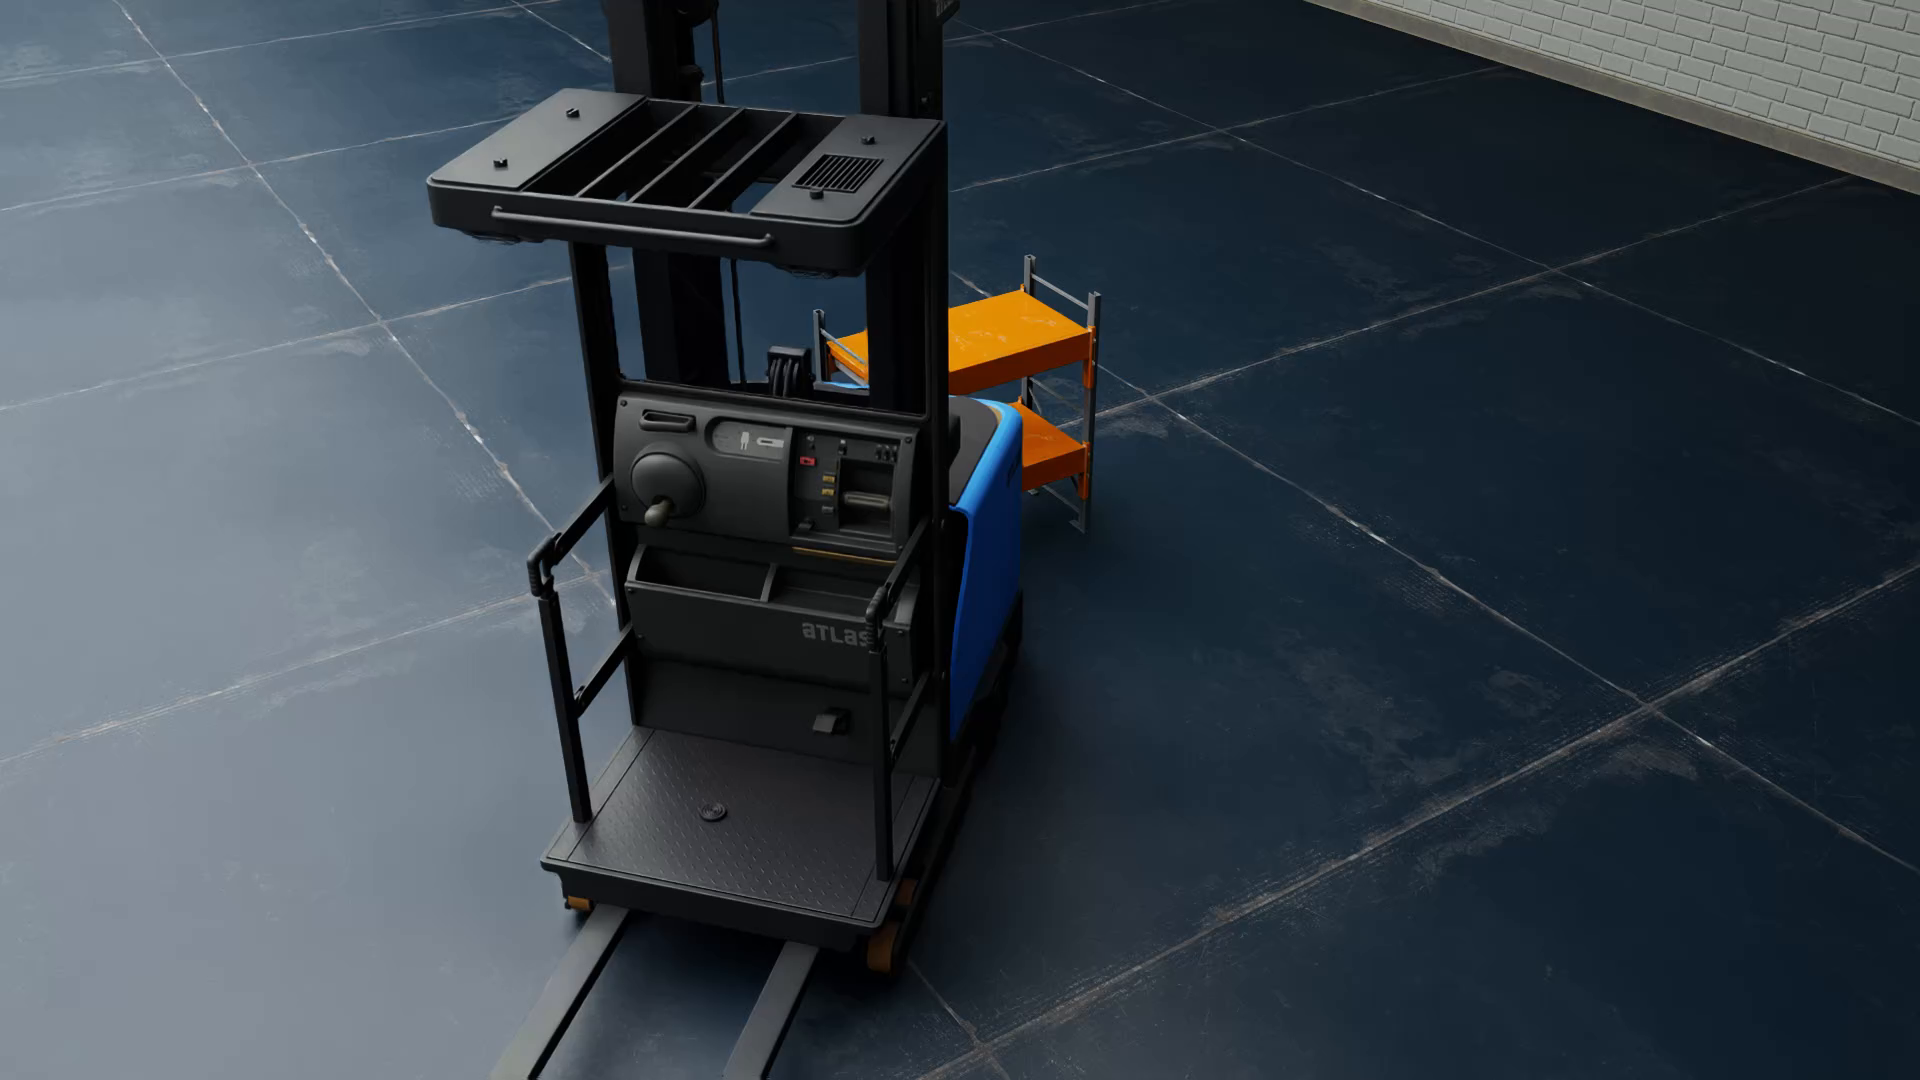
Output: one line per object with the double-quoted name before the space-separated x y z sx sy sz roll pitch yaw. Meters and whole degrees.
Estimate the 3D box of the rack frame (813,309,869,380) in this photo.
"rack frame" -0.433 -0.327 6.714 0.032 1.125 0.500 -19 37 -27

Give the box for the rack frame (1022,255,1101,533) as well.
"rack frame" 0.422 -0.621 7.180 0.032 1.125 0.500 -19 37 -27

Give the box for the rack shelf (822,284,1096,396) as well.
"rack shelf" -0.006 -0.721 6.791 1.000 0.278 0.538 -19 37 -27

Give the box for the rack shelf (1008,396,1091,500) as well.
"rack shelf" -0.006 -0.267 7.077 1.000 0.278 0.538 -19 37 -27

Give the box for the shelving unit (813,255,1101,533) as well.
"shelving unit" -0.006 -0.474 6.947 1.048 1.125 0.538 -19 37 -27

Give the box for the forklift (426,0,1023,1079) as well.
"forklift" -0.634 -0.136 4.718 1.130 2.935 3.031 8 33 13
